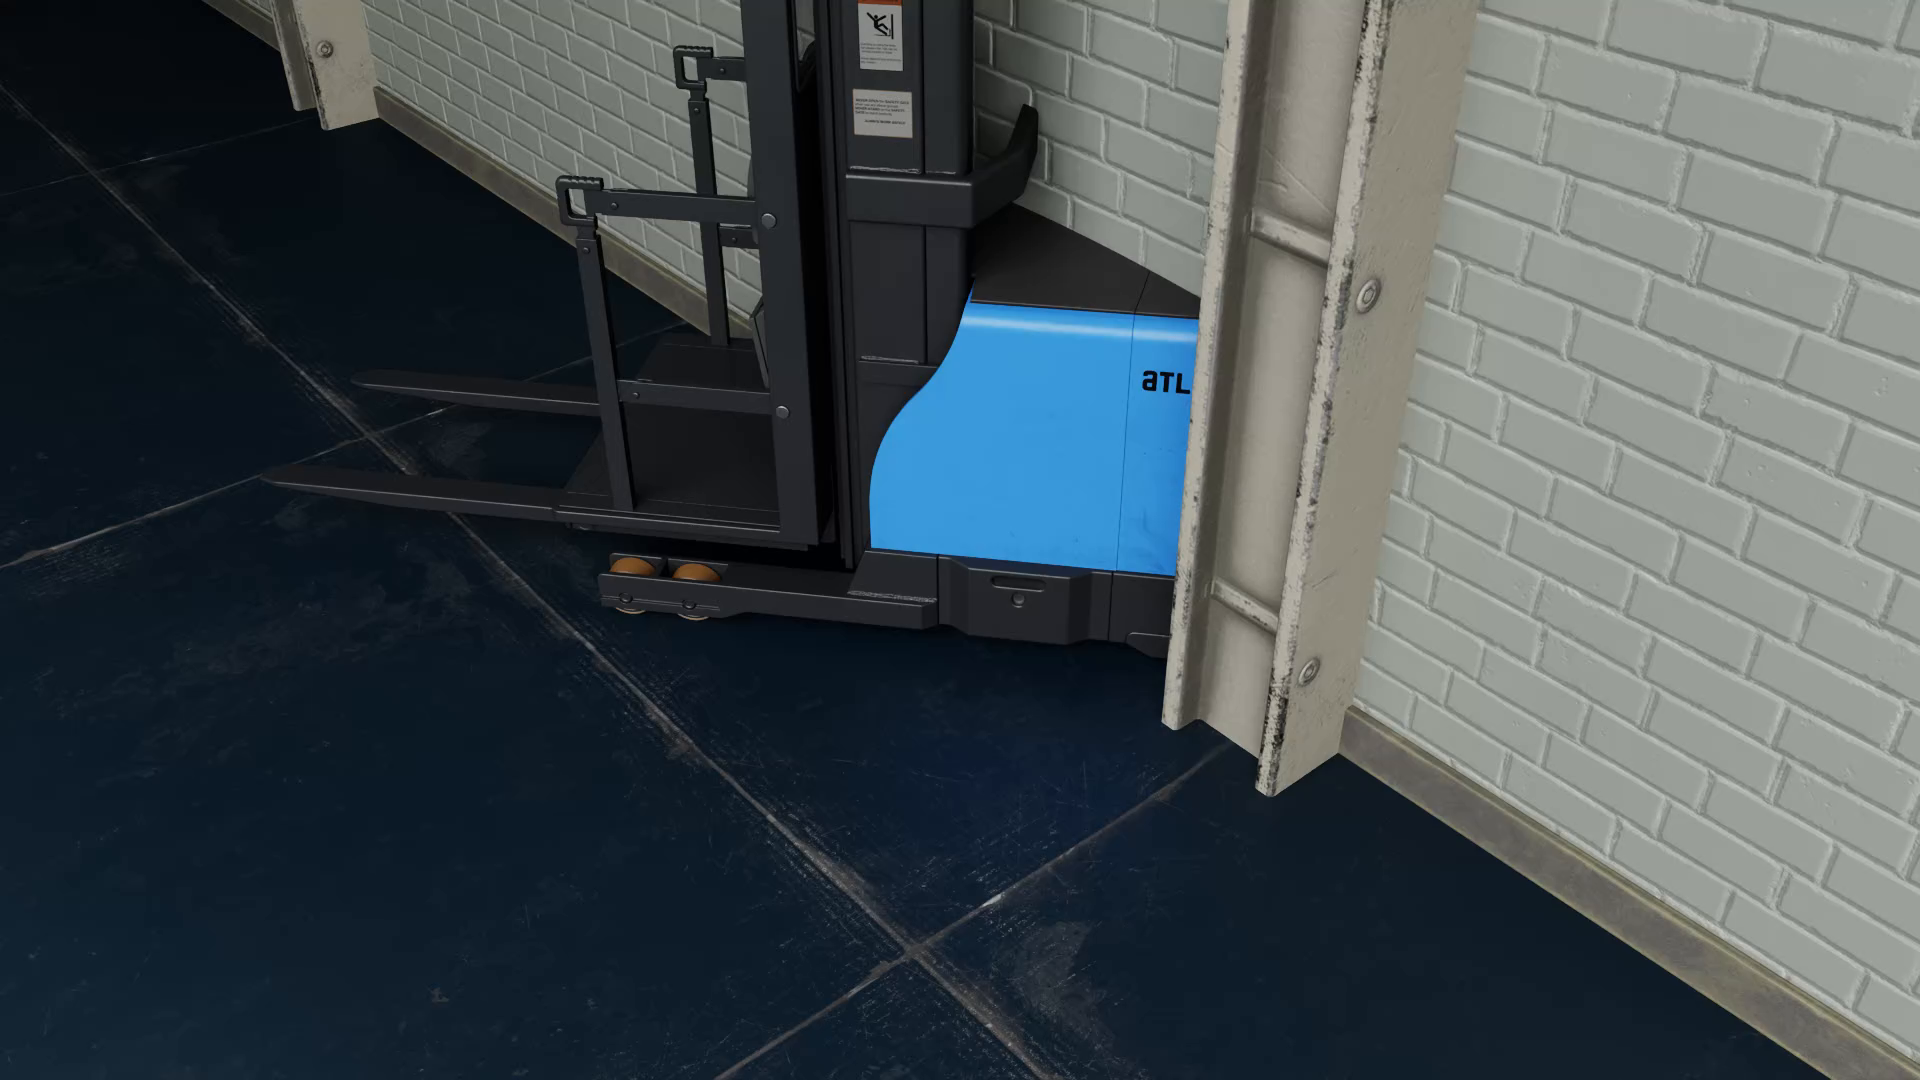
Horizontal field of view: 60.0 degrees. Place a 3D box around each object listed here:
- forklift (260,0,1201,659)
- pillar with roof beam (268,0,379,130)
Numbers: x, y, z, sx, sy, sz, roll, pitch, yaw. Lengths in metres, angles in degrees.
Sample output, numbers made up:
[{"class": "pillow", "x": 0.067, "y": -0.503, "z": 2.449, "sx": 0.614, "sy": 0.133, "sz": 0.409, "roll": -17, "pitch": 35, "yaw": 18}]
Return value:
[{"class": "forklift", "x": -0.616, "y": -1.254, "z": 4.485, "sx": 3.031, "sy": 2.935, "sz": 1.130, "roll": 5, "pitch": 36, "yaw": 8}, {"class": "pillar with roof beam", "x": -6.368, "y": -4.192, "z": 3.383, "sx": 9.100, "sy": 9.000, "sz": 0.400, "roll": -26, "pitch": 43, "yaw": -32}]
